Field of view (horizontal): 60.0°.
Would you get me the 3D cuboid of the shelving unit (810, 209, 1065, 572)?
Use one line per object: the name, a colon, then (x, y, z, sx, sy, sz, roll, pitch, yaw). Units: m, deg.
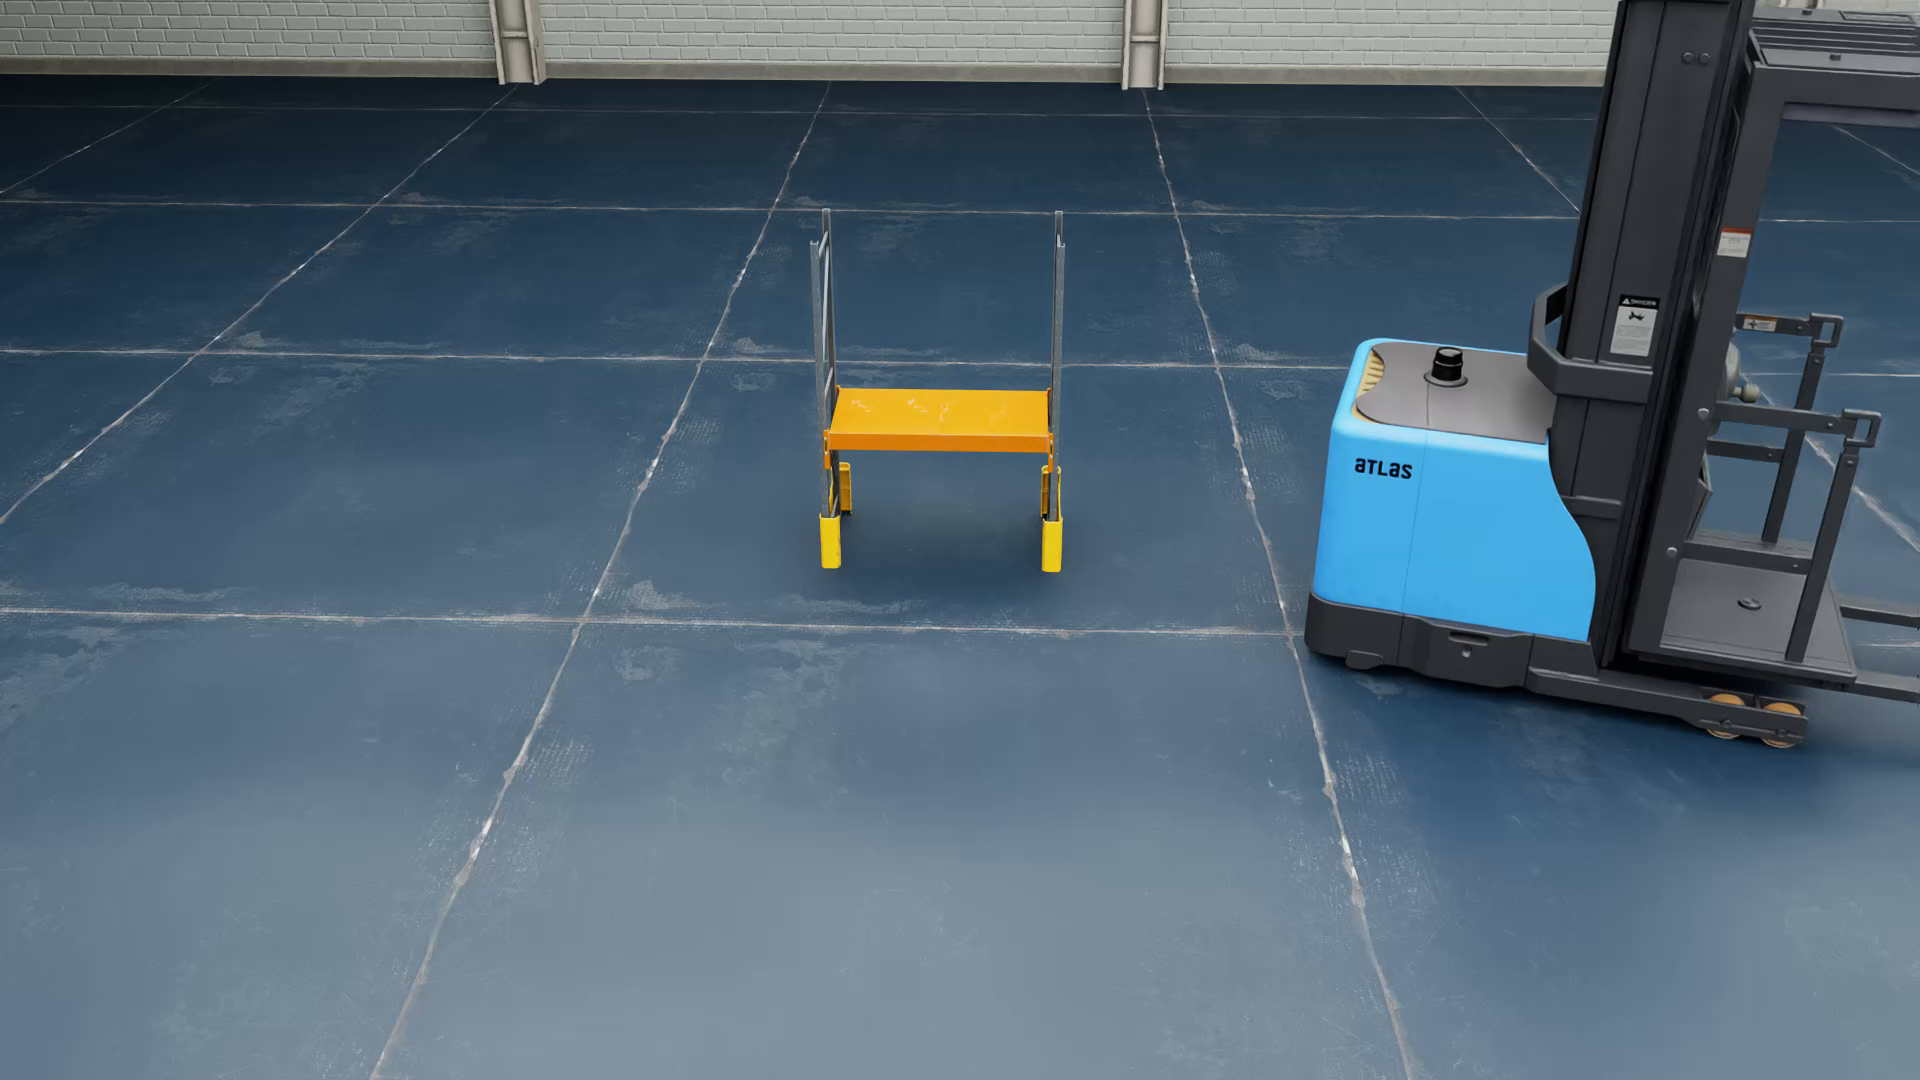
shelving unit: (-0.076, -0.664, 7.401, 1.083, 1.500, 0.587, 1, 28, 2)

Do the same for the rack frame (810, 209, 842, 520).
rack frame: (-0.593, -0.672, 7.417, 0.032, 1.500, 0.500, 1, 28, 2)

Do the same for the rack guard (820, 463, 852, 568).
rack guard: (-0.574, -0.120, 7.709, 0.087, 0.250, 0.587, 1, 28, 2)

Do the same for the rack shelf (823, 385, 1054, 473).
rack shelf: (-0.085, -0.505, 7.486, 1.000, 0.185, 0.538, 1, 28, 2)

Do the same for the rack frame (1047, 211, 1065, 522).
rack frame: (0.423, -0.656, 7.386, 0.032, 1.500, 0.500, 1, 28, 2)

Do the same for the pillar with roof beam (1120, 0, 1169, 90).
pillar with roof beam: (1.595, -6.330, 10.084, 0.400, 9.000, 9.100, 1, 28, 2)

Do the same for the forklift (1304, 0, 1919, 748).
forklift: (2.984, -0.792, 6.114, 3.031, 2.935, 1.130, 9, 29, 16)

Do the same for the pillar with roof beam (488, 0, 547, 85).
pillar with roof beam: (-4.401, -6.429, 10.271, 0.400, 9.000, 9.100, 1, 28, 2)

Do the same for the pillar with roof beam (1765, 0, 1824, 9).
pillar with roof beam: (7.592, -6.231, 9.897, 0.400, 9.000, 9.100, 1, 28, 2)

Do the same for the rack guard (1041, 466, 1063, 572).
rack guard: (0.422, -0.103, 7.678, 0.087, 0.250, 0.587, 1, 28, 2)
